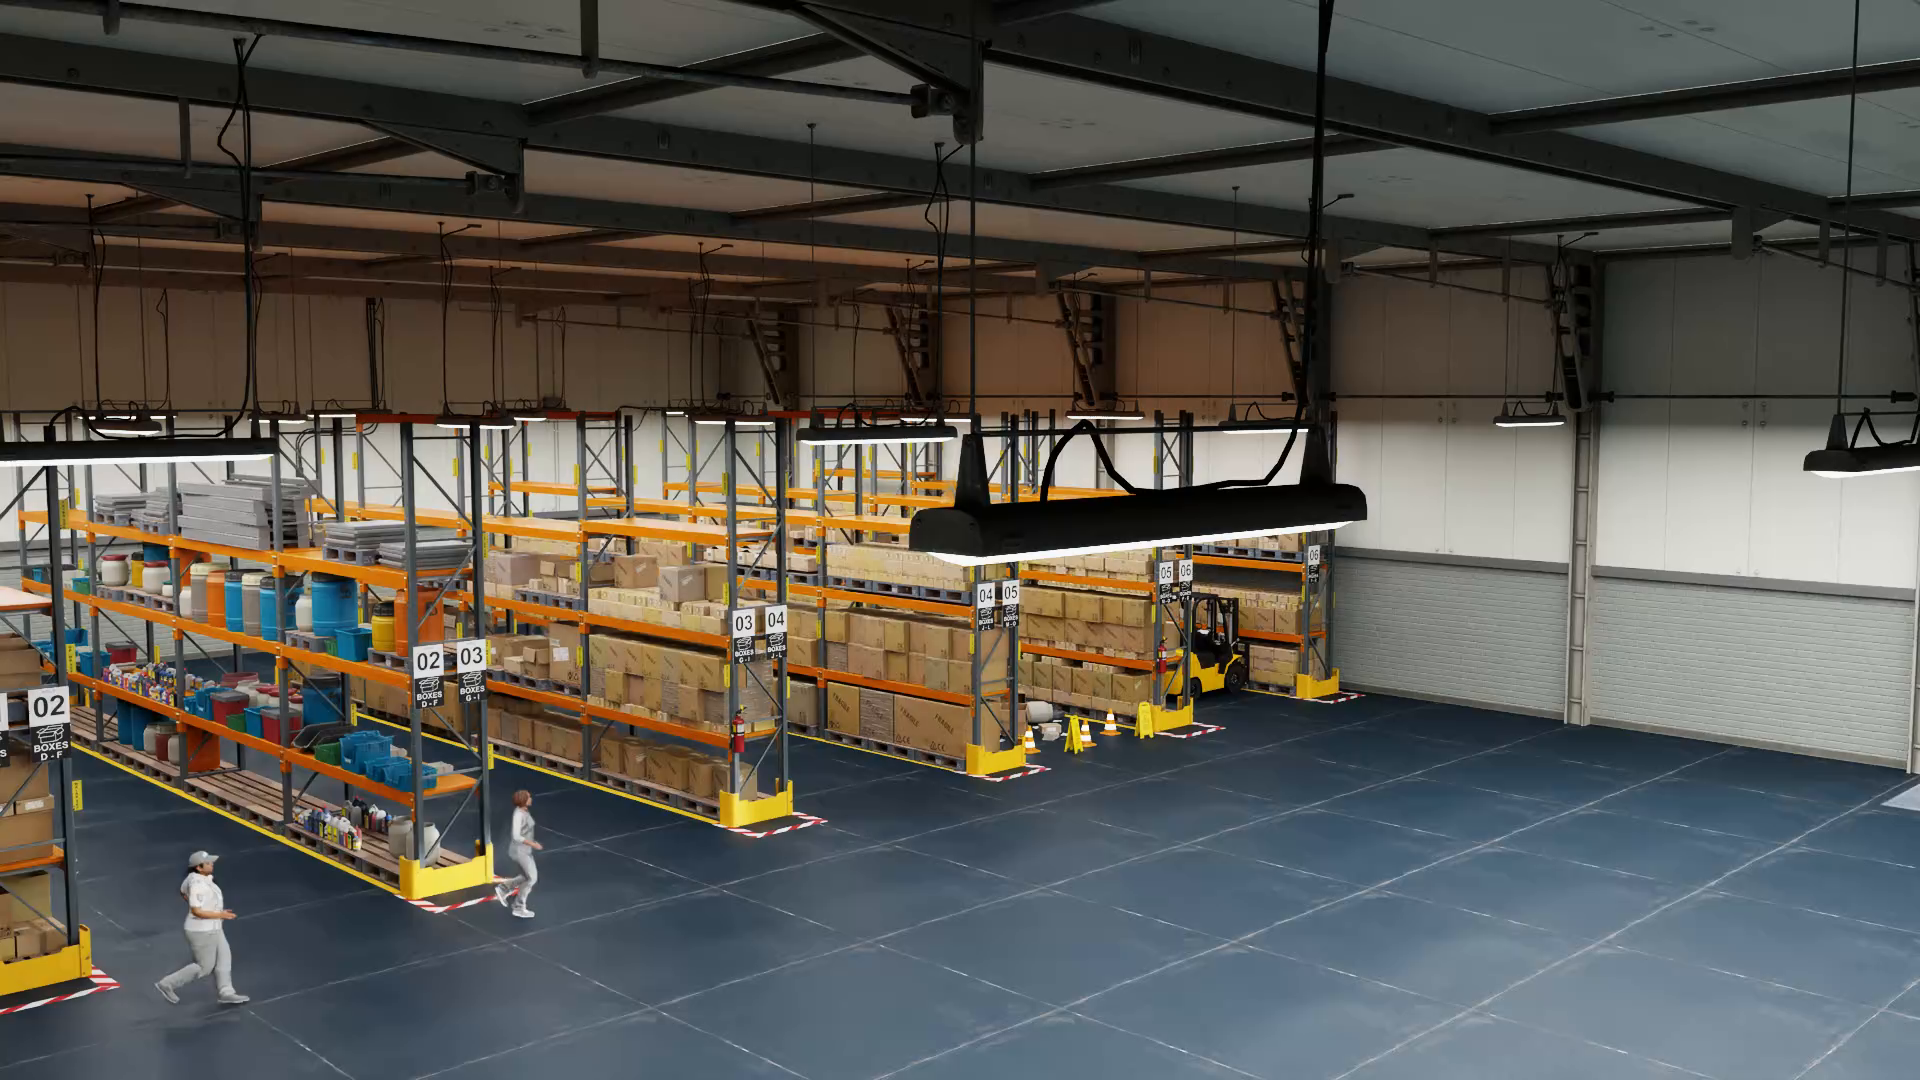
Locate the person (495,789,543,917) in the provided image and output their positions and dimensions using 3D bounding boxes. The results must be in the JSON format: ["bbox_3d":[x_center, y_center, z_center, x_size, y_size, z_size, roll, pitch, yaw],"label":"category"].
[{"bbox_3d":[-5.378,3.812,20.266,0.588,1.566,0.586,-1,5,-10],"label":"person"}]

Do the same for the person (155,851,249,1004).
[{"bbox_3d":[-7.830,4.013,17.141,0.873,1.638,0.621,-2,5,-22],"label":"person"}]

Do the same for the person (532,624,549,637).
[{"bbox_3d":[-10.319,1.972,40.747,0.762,1.717,0.669,1,5,10],"label":"person"}]
